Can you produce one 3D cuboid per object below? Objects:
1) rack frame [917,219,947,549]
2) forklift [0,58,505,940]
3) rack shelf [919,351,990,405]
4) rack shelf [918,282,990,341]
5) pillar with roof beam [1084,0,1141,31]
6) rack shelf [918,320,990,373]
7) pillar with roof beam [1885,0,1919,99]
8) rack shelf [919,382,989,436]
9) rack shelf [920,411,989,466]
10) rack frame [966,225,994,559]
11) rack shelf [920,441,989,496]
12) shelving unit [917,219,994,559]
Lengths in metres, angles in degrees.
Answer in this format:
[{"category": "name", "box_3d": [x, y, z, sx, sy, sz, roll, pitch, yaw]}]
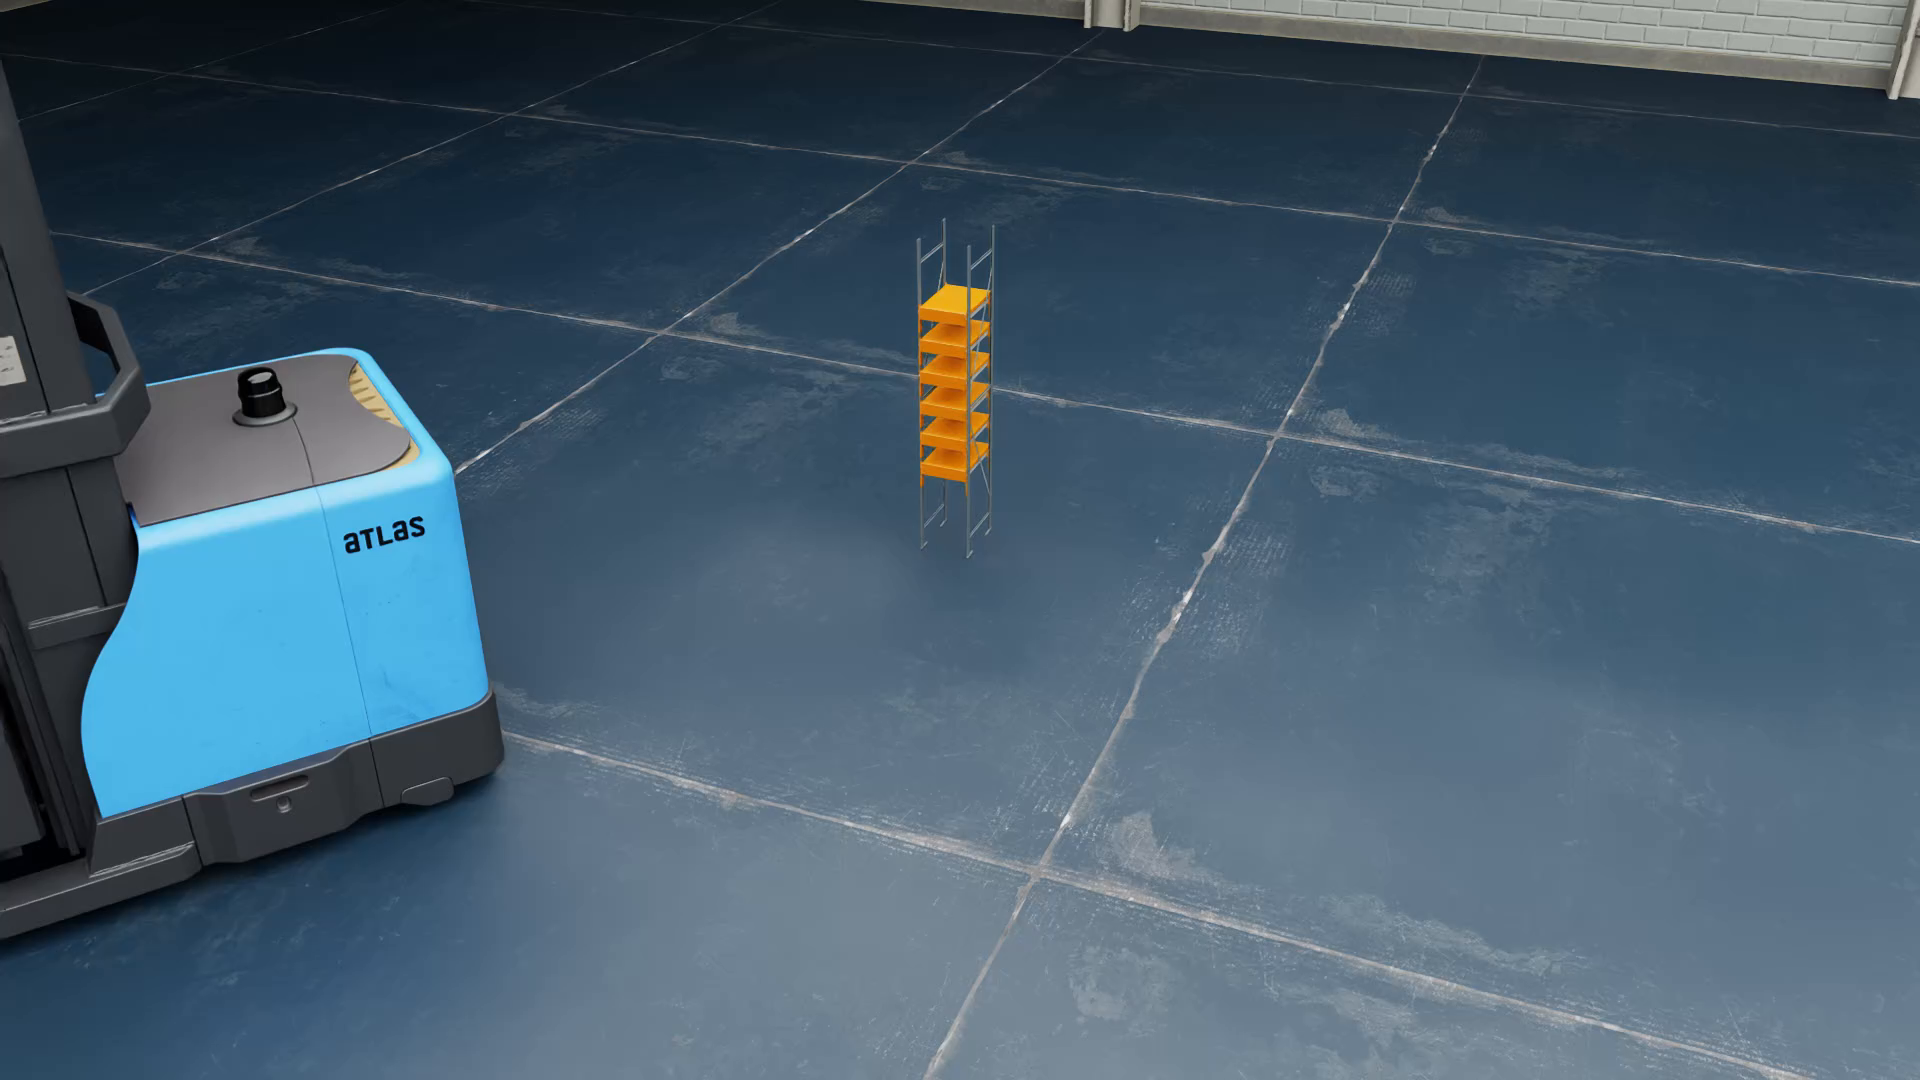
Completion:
[{"category": "rack frame", "box_3d": [-0.098, -0.542, 5.989, 0.006, 1.200, 0.240, 11, 31, 19]}, {"category": "forklift", "box_3d": [-2.887, -0.379, 3.943, 3.031, 2.935, 1.130, -17, 33, -27]}, {"category": "rack shelf", "box_3d": [-0.013, -0.591, 5.922, 0.180, 0.103, 0.258, 11, 31, 19]}, {"category": "rack shelf", "box_3d": [-0.013, -0.800, 5.804, 0.180, 0.103, 0.258, 11, 31, 19]}, {"category": "pillar with roof beam", "box_3d": [-0.357, -6.227, 8.122, 0.400, 9.000, 9.100, 11, 31, 19]}, {"category": "rack shelf", "box_3d": [-0.013, -0.695, 5.863, 0.180, 0.103, 0.258, 11, 31, 19]}, {"category": "pillar with roof beam", "box_3d": [5.203, -5.117, 6.158, 0.400, 9.000, 9.100, 11, 31, 19]}, {"category": "rack shelf", "box_3d": [-0.013, -0.486, 5.981, 0.180, 0.103, 0.258, 11, 31, 19]}, {"category": "rack shelf", "box_3d": [-0.013, -0.382, 6.040, 0.180, 0.103, 0.258, 11, 31, 19]}, {"category": "rack frame", "box_3d": [0.071, -0.508, 5.930, 0.006, 1.200, 0.240, 11, 31, 19]}, {"category": "rack shelf", "box_3d": [-0.013, -0.277, 6.099, 0.180, 0.103, 0.258, 11, 31, 19]}, {"category": "shelving unit", "box_3d": [-0.013, -0.525, 5.959, 0.189, 1.200, 0.258, 11, 31, 19]}]
